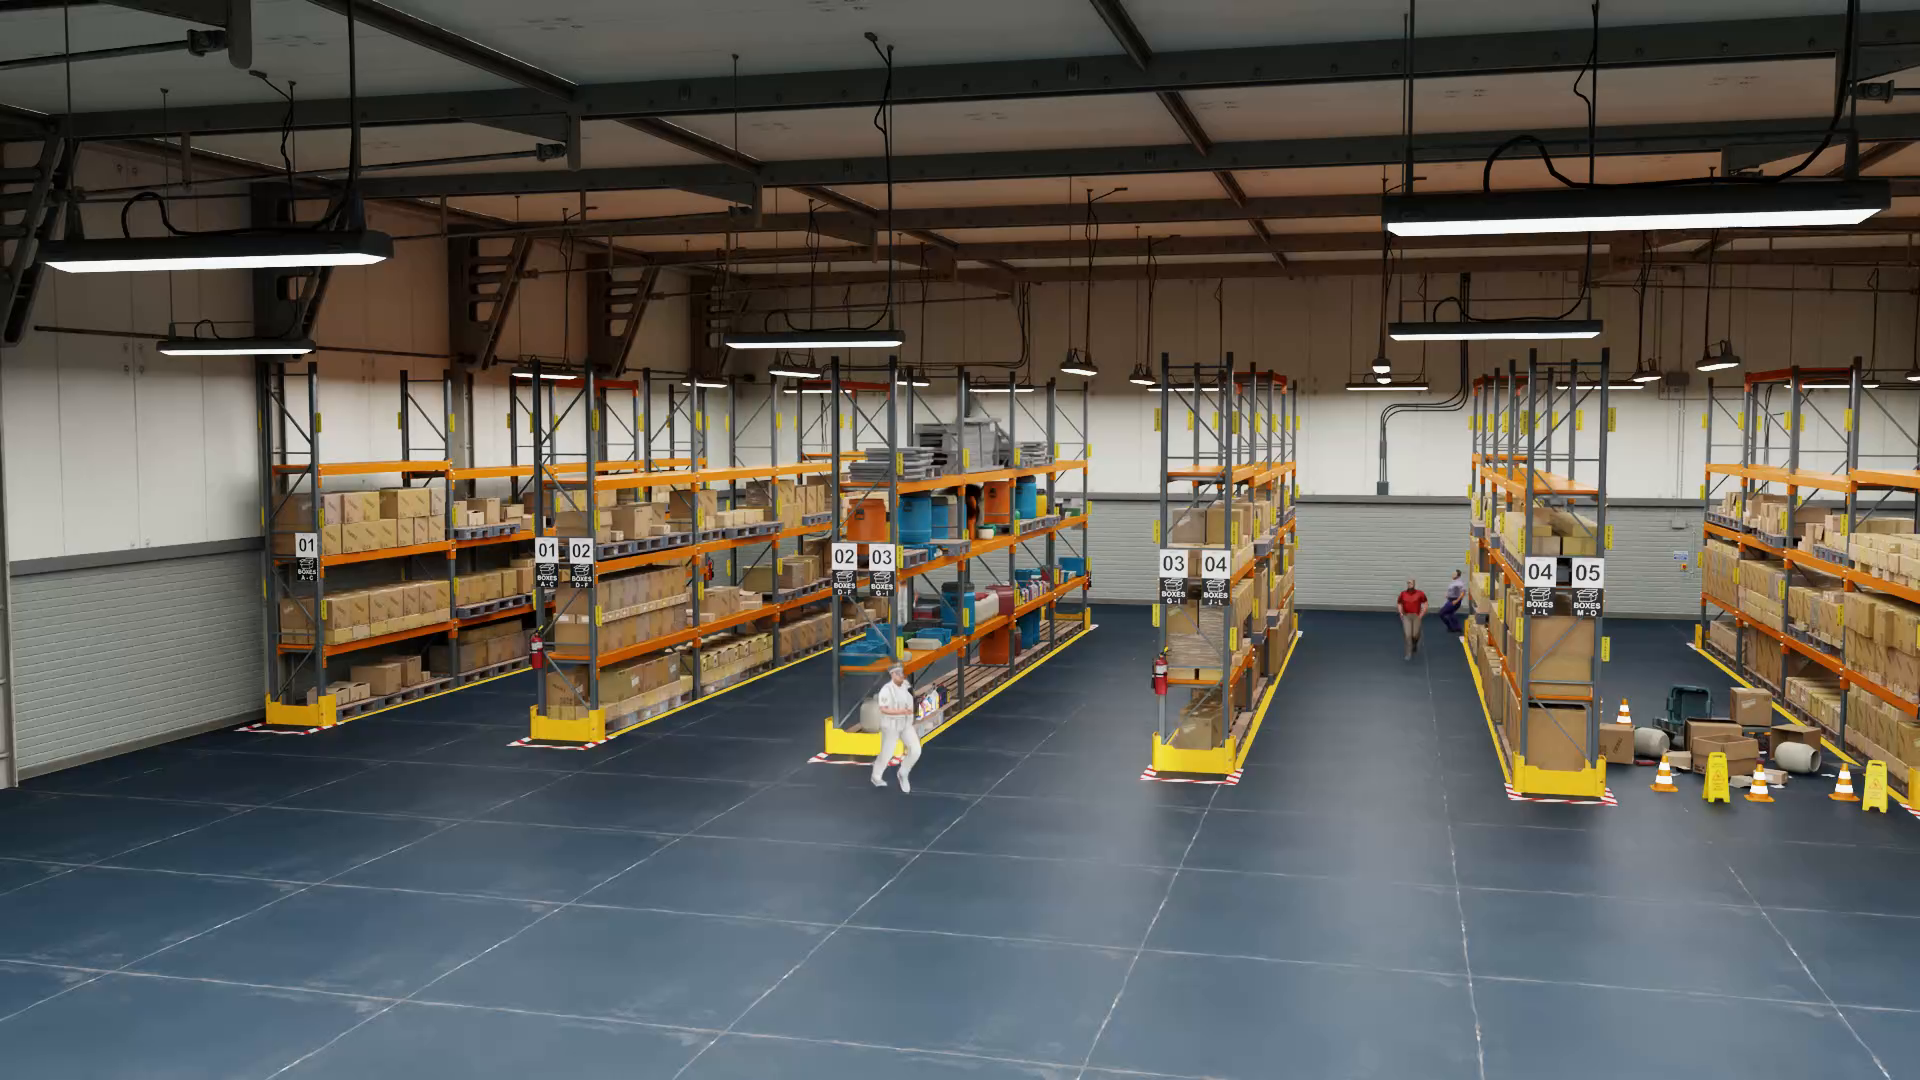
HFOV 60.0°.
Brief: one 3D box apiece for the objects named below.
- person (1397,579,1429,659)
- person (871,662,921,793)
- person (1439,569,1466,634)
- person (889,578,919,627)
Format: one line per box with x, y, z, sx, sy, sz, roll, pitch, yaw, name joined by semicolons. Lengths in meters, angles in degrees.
9.614;1.682;35.410;0.644;1.689;0.547;2;4;23;person
-0.835;2.535;22.564;0.677;1.796;0.884;-3;5;-36;person
11.682;1.475;39.414;0.623;1.565;0.735;1;4;20;person
-1.240;1.542;36.212;0.608;1.750;0.748;1;4;8;person
